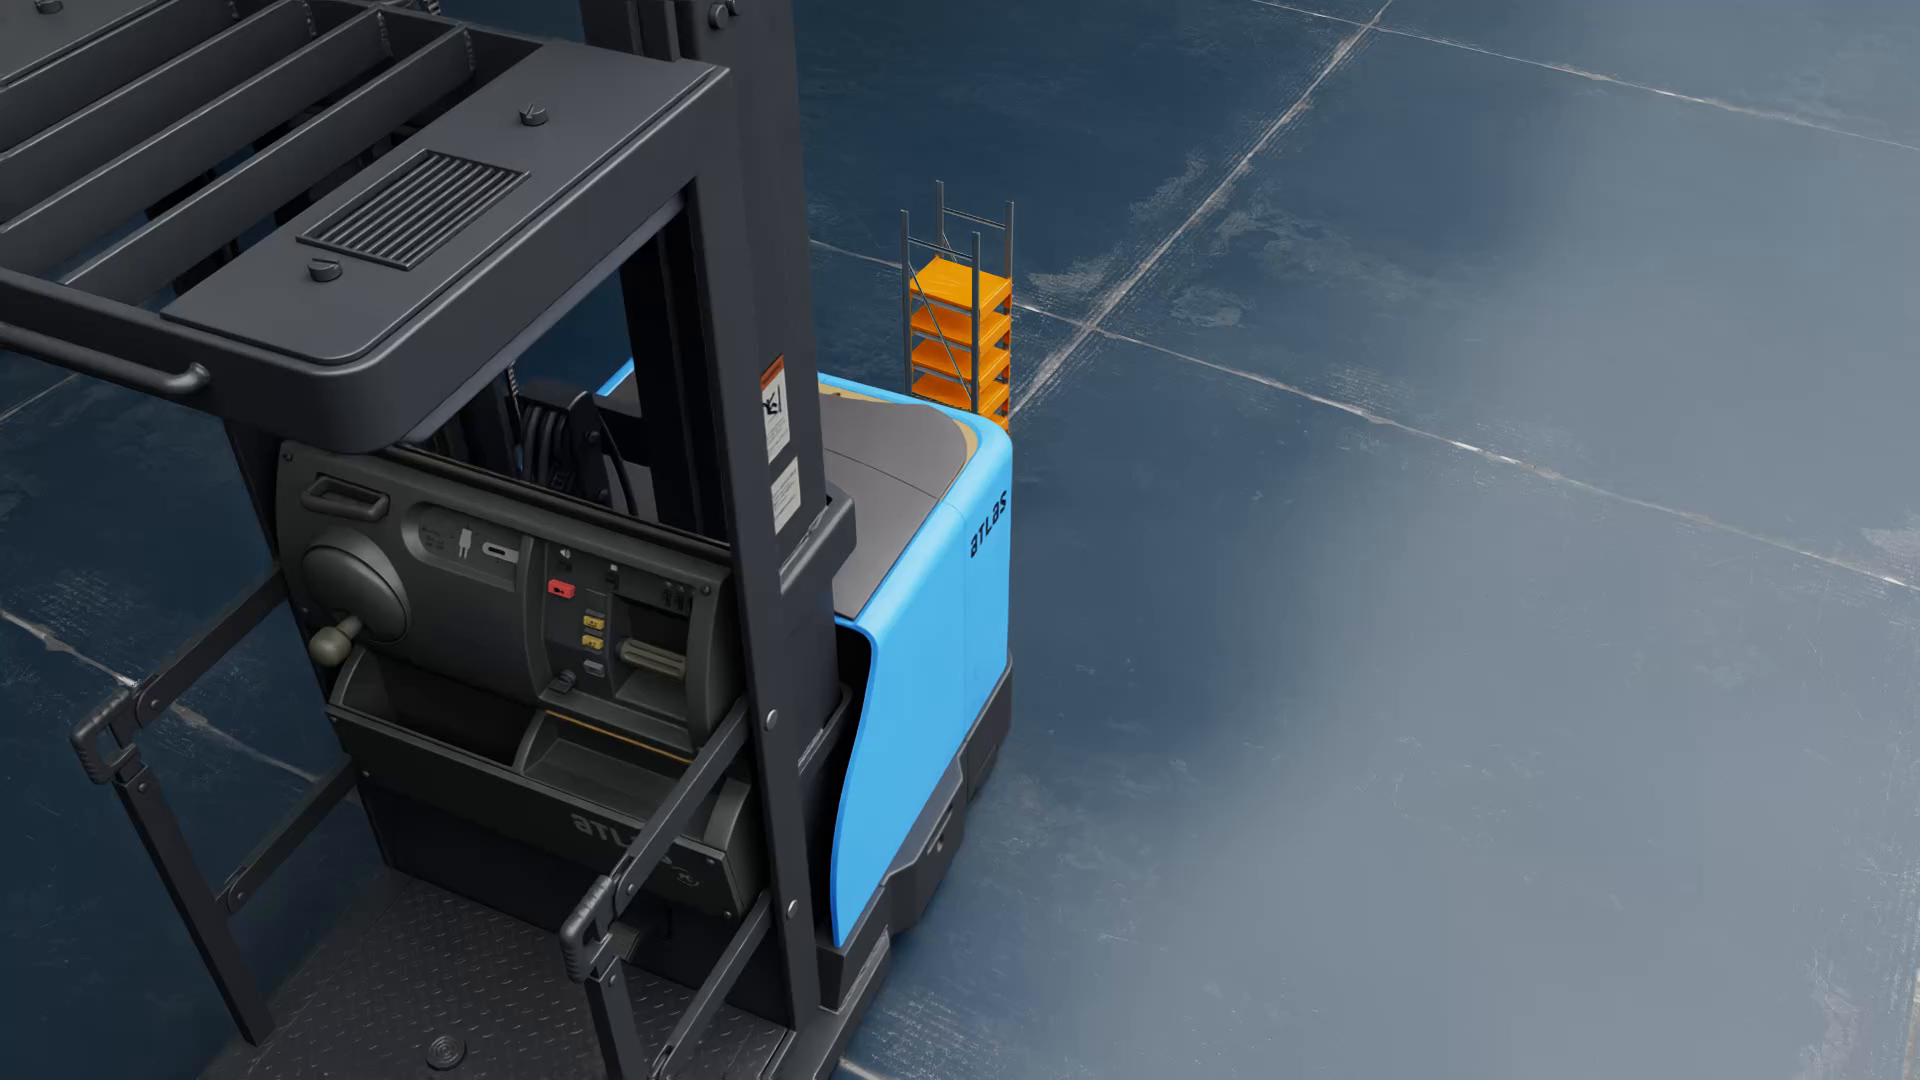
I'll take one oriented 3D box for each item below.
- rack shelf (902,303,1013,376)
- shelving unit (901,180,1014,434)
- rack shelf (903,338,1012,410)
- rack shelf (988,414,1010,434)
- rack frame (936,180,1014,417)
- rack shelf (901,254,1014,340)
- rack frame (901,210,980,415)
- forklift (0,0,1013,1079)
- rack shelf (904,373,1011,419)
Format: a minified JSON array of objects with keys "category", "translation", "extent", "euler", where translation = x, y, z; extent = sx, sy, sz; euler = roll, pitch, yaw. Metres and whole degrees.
[{"category":"rack shelf","translation":[-0.007,-0.589,4.715],"extent":[0.258,0.103,0.180],"euler":[21,45,22]},{"category":"shelving unit","translation":[-0.007,-0.442,4.844],"extent":[0.258,1.200,0.189],"euler":[21,45,22]},{"category":"rack shelf","translation":[-0.007,-0.499,4.794],"extent":[0.258,0.103,0.180],"euler":[21,45,22]},{"category":"rack shelf","translation":[-0.007,-0.319,4.953],"extent":[0.258,0.103,0.180],"euler":[21,45,22]},{"category":"rack frame","translation":[0.039,-0.494,4.904],"extent":[0.240,1.200,0.006],"euler":[21,45,22]},{"category":"rack shelf","translation":[-0.007,-0.679,4.635],"extent":[0.258,0.103,0.180],"euler":[21,45,22]},{"category":"rack frame","translation":[-0.053,-0.390,4.785],"extent":[0.240,1.200,0.006],"euler":[21,45,22]},{"category":"forklift","translation":[-0.921,0.188,2.819],"extent":[1.130,2.935,3.031],"euler":[16,44,18]},{"category":"rack shelf","translation":[-0.007,-0.409,4.873],"extent":[0.258,0.103,0.180],"euler":[21,45,22]}]
